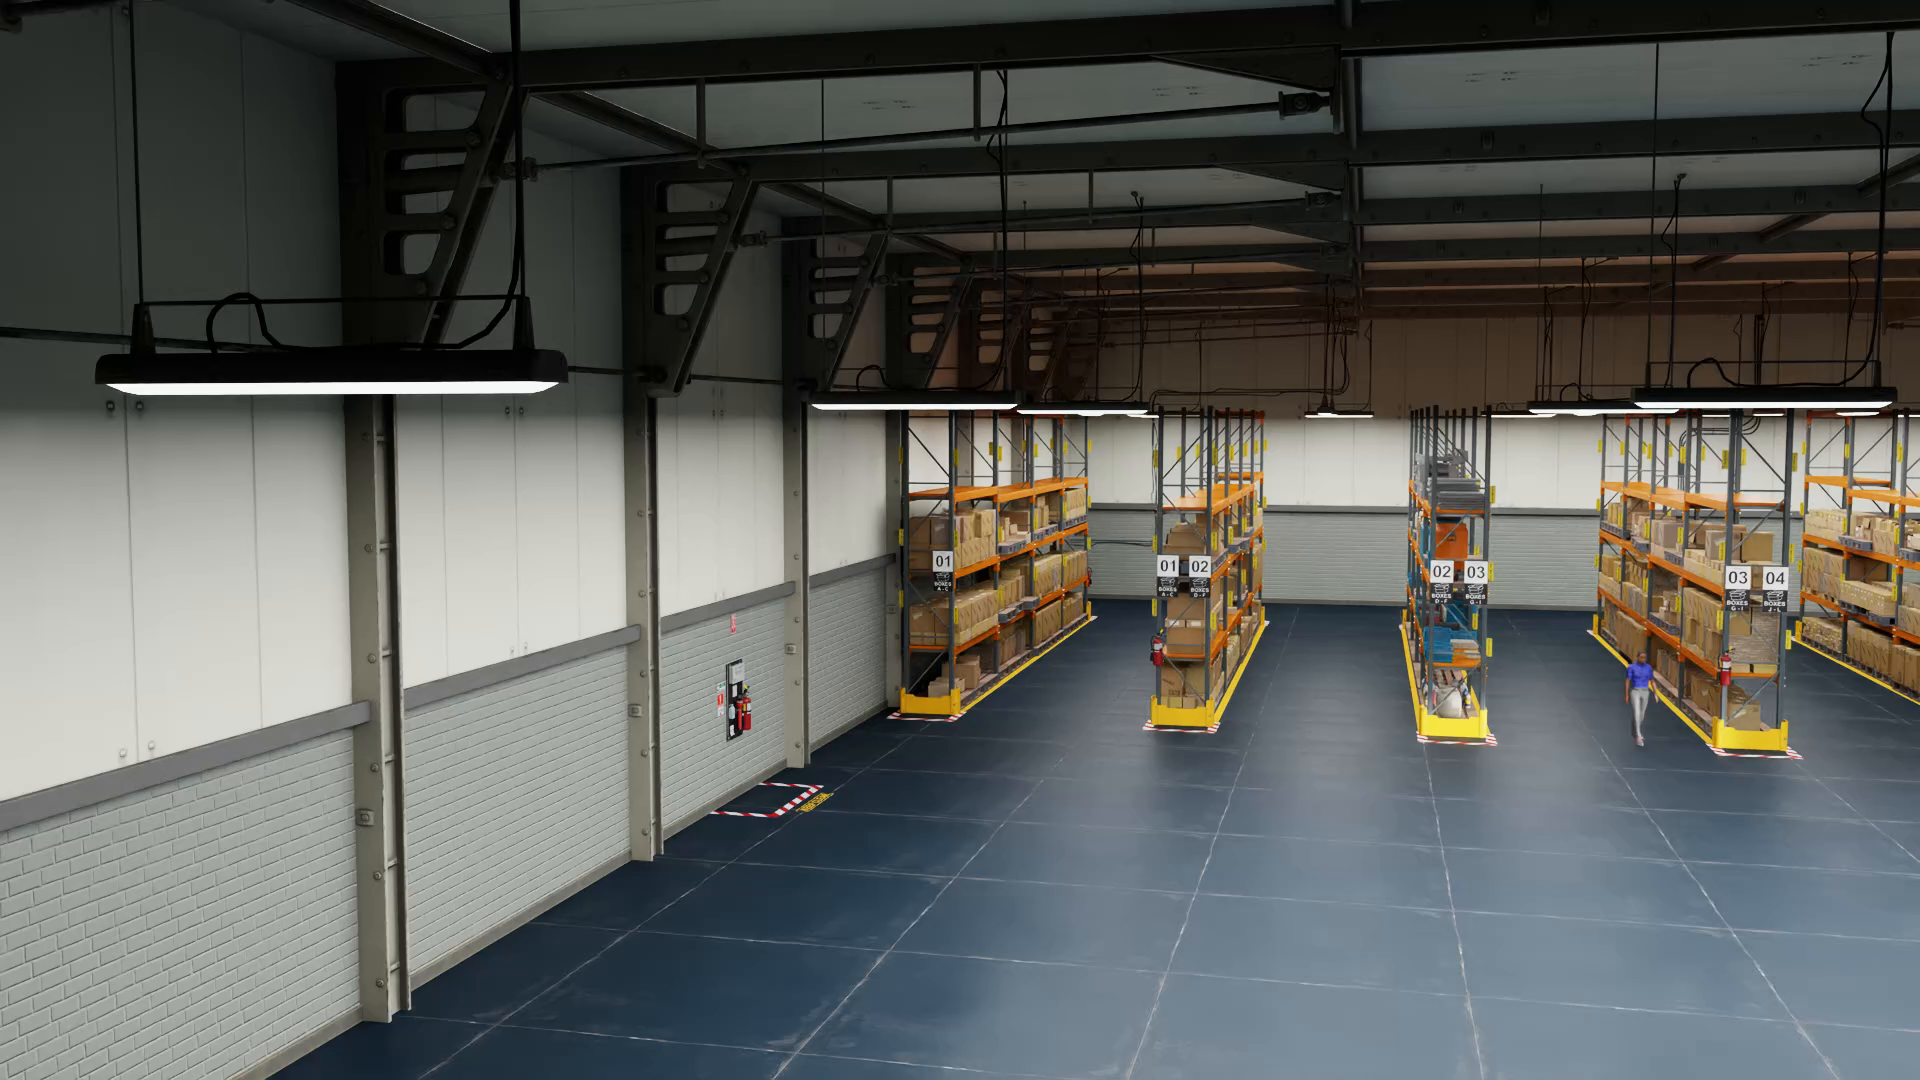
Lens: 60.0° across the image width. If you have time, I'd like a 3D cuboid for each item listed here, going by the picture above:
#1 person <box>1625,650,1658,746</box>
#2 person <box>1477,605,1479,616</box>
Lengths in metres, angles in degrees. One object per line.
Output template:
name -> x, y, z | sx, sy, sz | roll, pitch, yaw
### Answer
person -> 12.124, 2.777, 29.606 | 0.498, 1.669, 0.668 | 0, 4, -4
person -> 14.915, 1.411, 48.023 | 0.576, 1.710, 1.081 | 1, 4, 10
